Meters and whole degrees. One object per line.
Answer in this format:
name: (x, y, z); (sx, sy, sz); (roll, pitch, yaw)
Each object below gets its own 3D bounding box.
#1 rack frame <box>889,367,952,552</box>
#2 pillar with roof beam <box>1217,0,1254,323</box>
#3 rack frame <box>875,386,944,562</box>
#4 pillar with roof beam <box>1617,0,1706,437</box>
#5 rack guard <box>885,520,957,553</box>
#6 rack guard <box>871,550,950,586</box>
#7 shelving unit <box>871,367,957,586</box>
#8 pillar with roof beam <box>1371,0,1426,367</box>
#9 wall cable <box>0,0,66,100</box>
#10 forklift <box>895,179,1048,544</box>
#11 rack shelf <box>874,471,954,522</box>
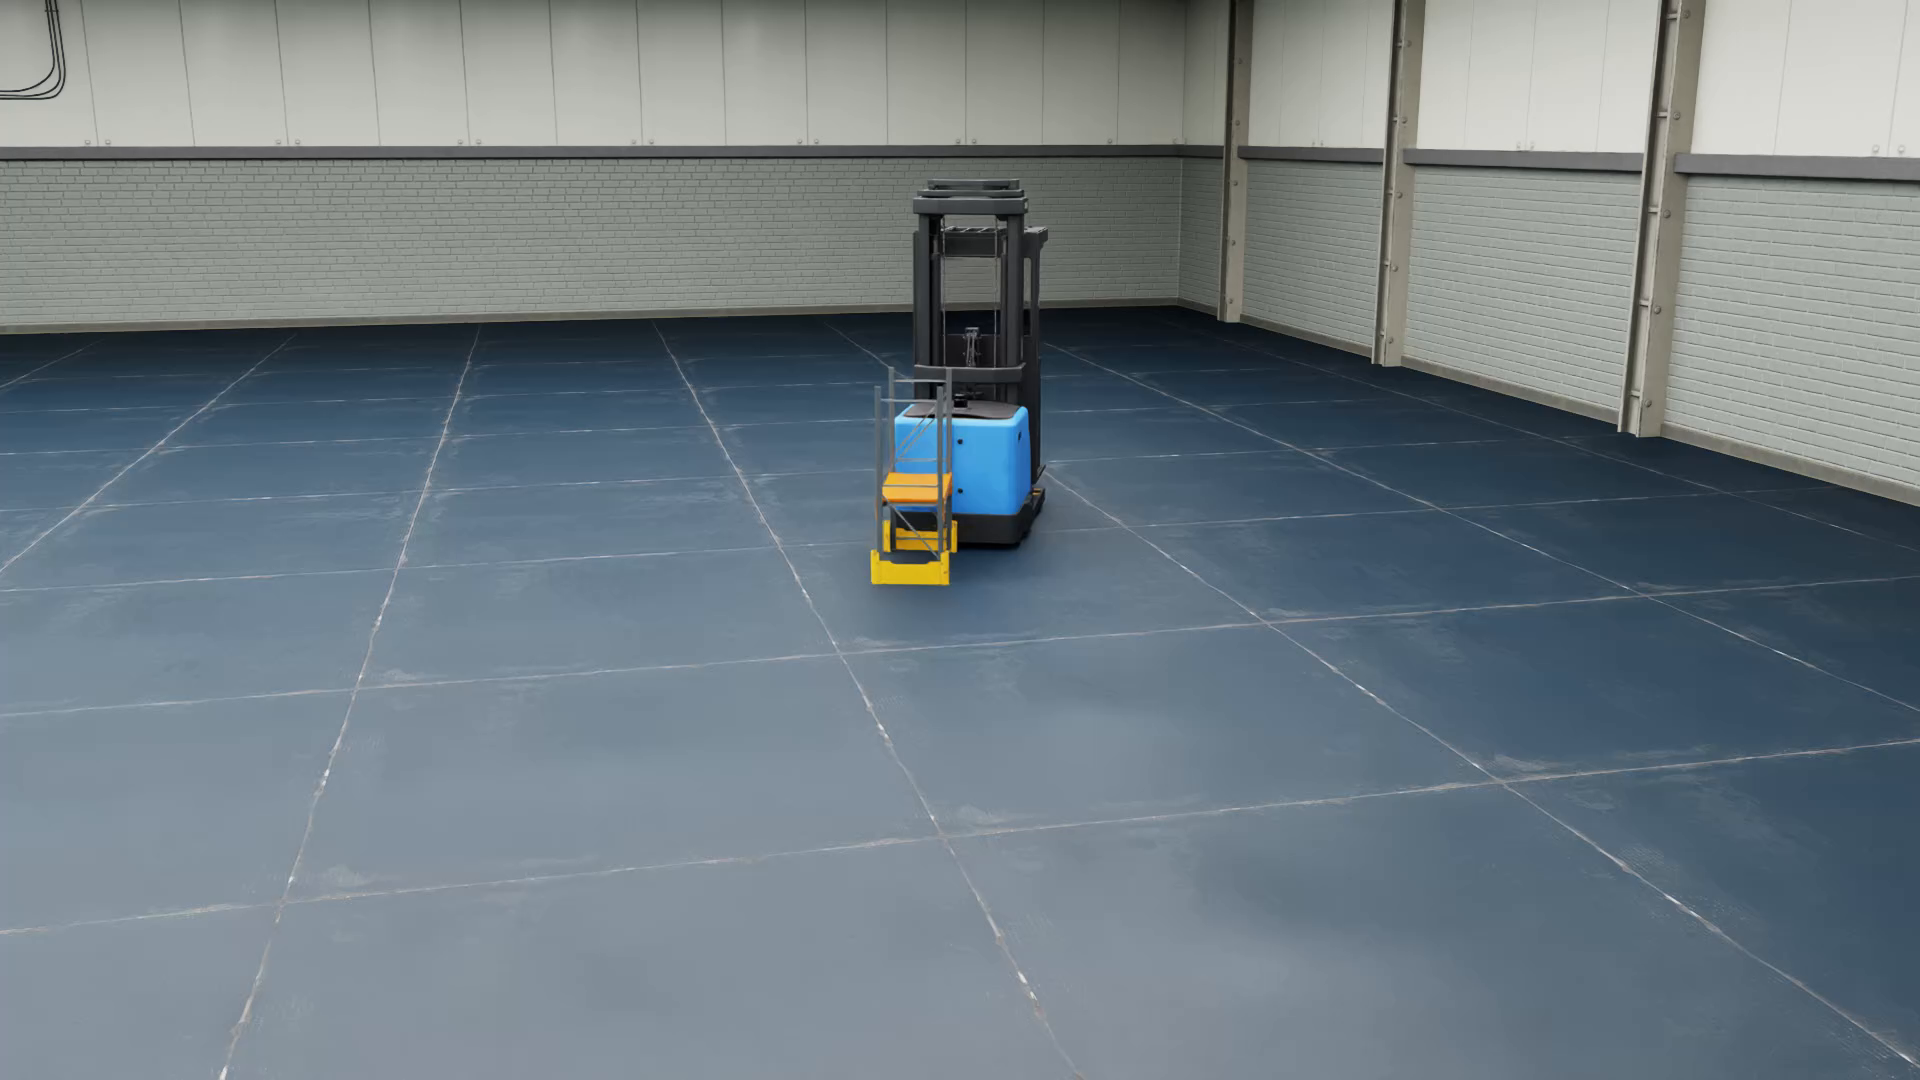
rack frame: (-0.316, -0.639, 13.382); (0.500, 1.500, 0.032); (1, 14, 3)
pillar with roof beam: (0.705, -8.104, 28.139); (9.100, 9.000, 0.400); (-3, 14, -13)
rack frame: (-0.374, -0.398, 12.396); (0.500, 1.500, 0.032); (1, 14, 3)
pillar with roof beam: (3.523, -5.336, 16.808); (9.100, 9.000, 0.400); (-3, 14, -13)
rack guard: (-0.317, -0.027, 13.511); (0.587, 0.250, 0.087); (1, 14, 3)
rack guard: (-0.374, 0.209, 12.545); (0.587, 0.250, 0.087); (1, 14, 3)
shelving unit: (-0.345, -0.516, 12.880); (0.587, 1.500, 1.083); (1, 14, 3)
pillar with roof beam: (2.114, -6.720, 22.473); (9.100, 9.000, 0.400); (-3, 14, -13)
wall cable: (-15.904, -9.519, 26.765); (2.305, 6.003, 0.169); (-3, 14, -13)
forklift: (0.178, -1.693, 14.680); (1.130, 2.935, 3.031); (2, 14, 9)
rack shelf: (-0.345, -0.344, 12.931); (0.538, 0.185, 1.000); (1, 14, 3)
